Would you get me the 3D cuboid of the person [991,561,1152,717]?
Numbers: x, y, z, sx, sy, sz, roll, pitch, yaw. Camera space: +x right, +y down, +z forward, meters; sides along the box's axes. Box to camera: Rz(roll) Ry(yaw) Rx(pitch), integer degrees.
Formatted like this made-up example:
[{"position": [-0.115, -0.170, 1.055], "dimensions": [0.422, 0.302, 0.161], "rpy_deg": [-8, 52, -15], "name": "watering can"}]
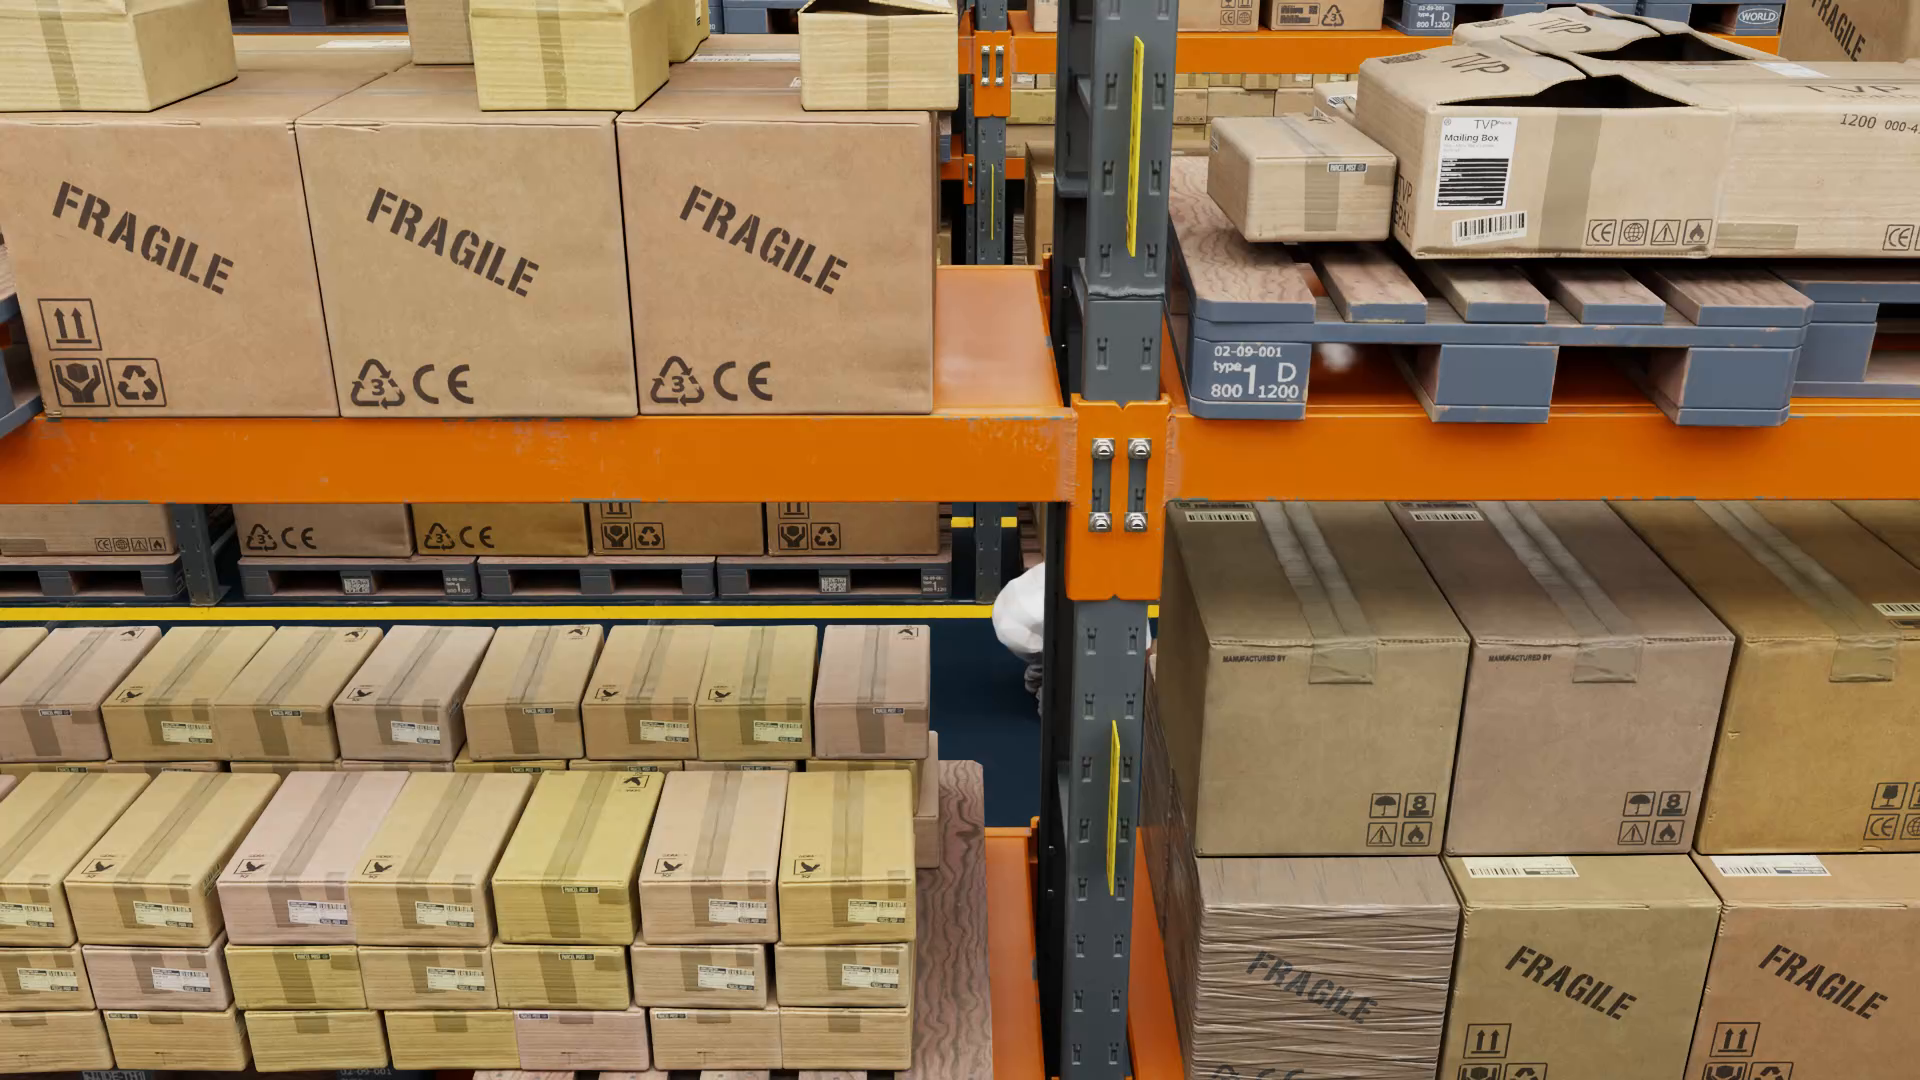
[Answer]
[{"position": [0.605, 0.396, 7.474], "dimensions": [0.923, 0.905, 0.539], "rpy_deg": [-2, 24, -4], "name": "person"}]
